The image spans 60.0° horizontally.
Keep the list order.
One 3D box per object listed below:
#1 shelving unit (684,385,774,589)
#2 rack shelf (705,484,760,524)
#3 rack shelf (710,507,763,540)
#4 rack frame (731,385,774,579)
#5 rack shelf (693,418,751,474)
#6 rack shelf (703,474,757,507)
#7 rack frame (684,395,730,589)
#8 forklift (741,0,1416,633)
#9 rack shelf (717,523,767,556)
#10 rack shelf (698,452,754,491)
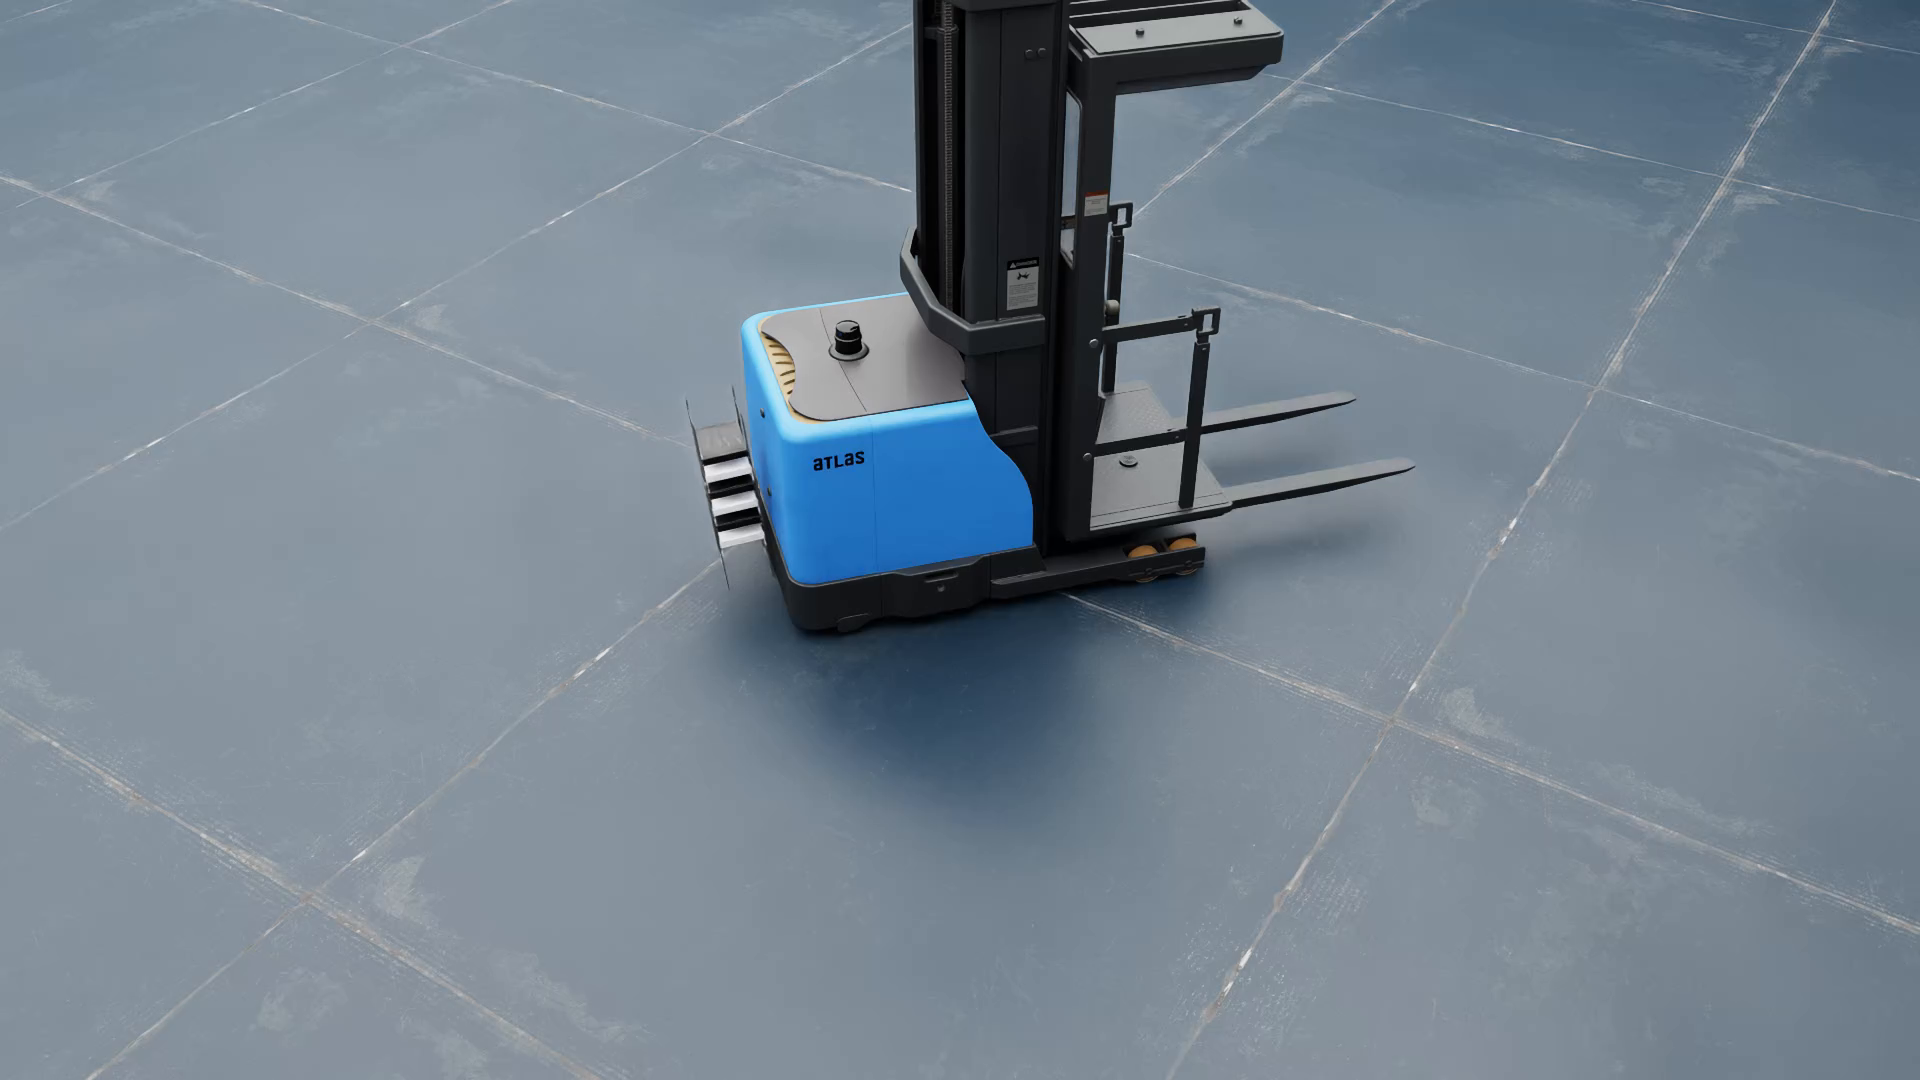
[{"bbox_3d":[-1.006,-0.221,7.288,0.210,0.900,0.258,-14,39,-10],"label":"shelving unit"},{"bbox_3d":[-1.003,-0.195,7.309,0.200,0.077,0.258,-14,39,-10],"label":"rack shelf"},{"bbox_3d":[-0.996,-0.125,7.365,0.200,0.077,0.258,-14,39,-10],"label":"rack shelf"},{"bbox_3d":[-0.908,-0.245,7.305,0.006,0.900,0.240,-14,39,-10],"label":"rack frame"},{"bbox_3d":[-1.024,-0.405,7.139,0.200,0.077,0.258,-14,39,-10],"label":"rack shelf"},{"bbox_3d":[-1.010,-0.265,7.252,0.200,0.077,0.258,-14,39,-10],"label":"rack shelf"},{"bbox_3d":[-1.103,-0.198,7.271,0.006,0.900,0.240,-14,39,-10],"label":"rack frame"},{"bbox_3d":[0.605,-1.269,6.996,3.031,2.935,1.130,-10,39,-13],"label":"forklift"},{"bbox_3d":[-0.989,-0.056,7.421,0.200,0.077,0.258,-14,39,-10],"label":"rack shelf"},{"bbox_3d":[-1.017,-0.335,7.196,0.200,0.077,0.258,-14,39,-10],"label":"rack shelf"}]
